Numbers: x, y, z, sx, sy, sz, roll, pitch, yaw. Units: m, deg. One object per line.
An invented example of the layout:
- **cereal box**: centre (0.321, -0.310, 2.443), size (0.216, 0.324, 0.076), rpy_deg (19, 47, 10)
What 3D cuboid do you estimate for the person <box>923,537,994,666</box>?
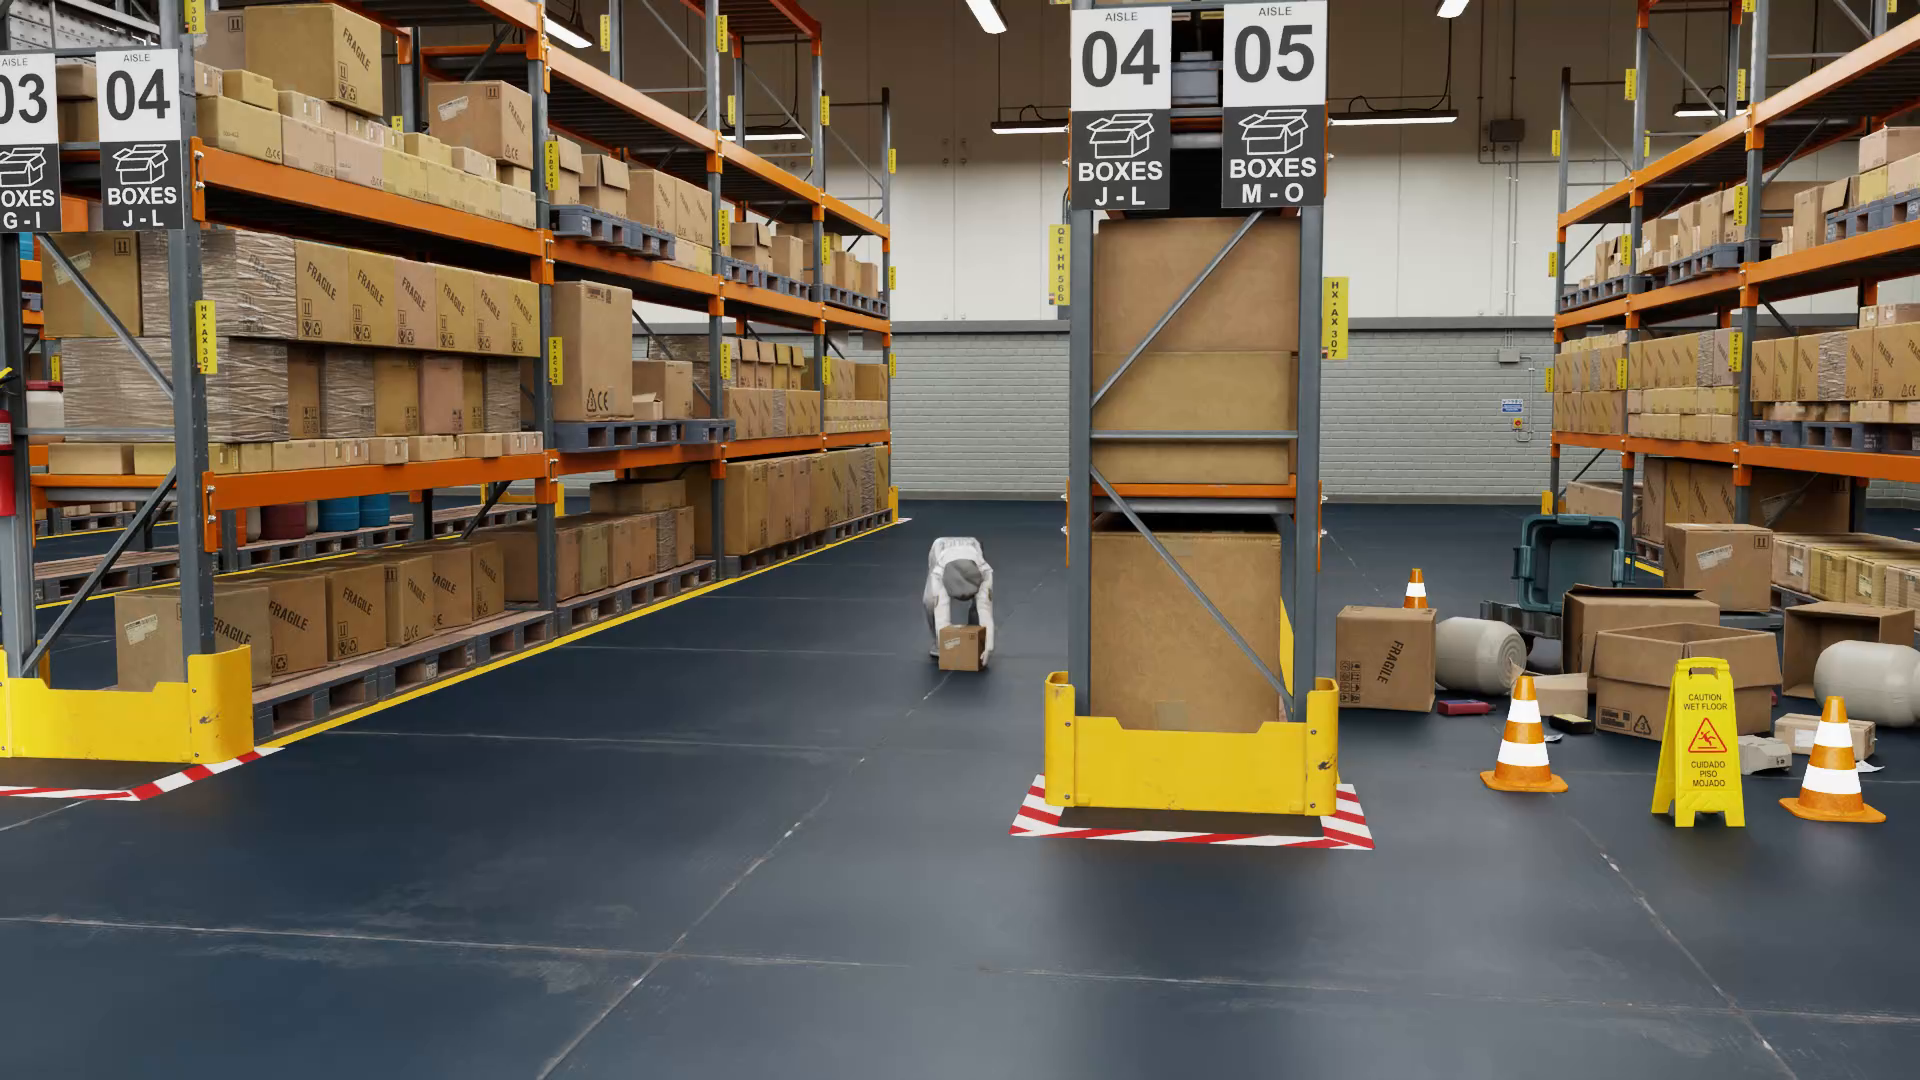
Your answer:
- **person**: centre (-0.013, 0.406, 10.697), size (0.452, 0.818, 0.950), rpy_deg (0, 5, 0)
